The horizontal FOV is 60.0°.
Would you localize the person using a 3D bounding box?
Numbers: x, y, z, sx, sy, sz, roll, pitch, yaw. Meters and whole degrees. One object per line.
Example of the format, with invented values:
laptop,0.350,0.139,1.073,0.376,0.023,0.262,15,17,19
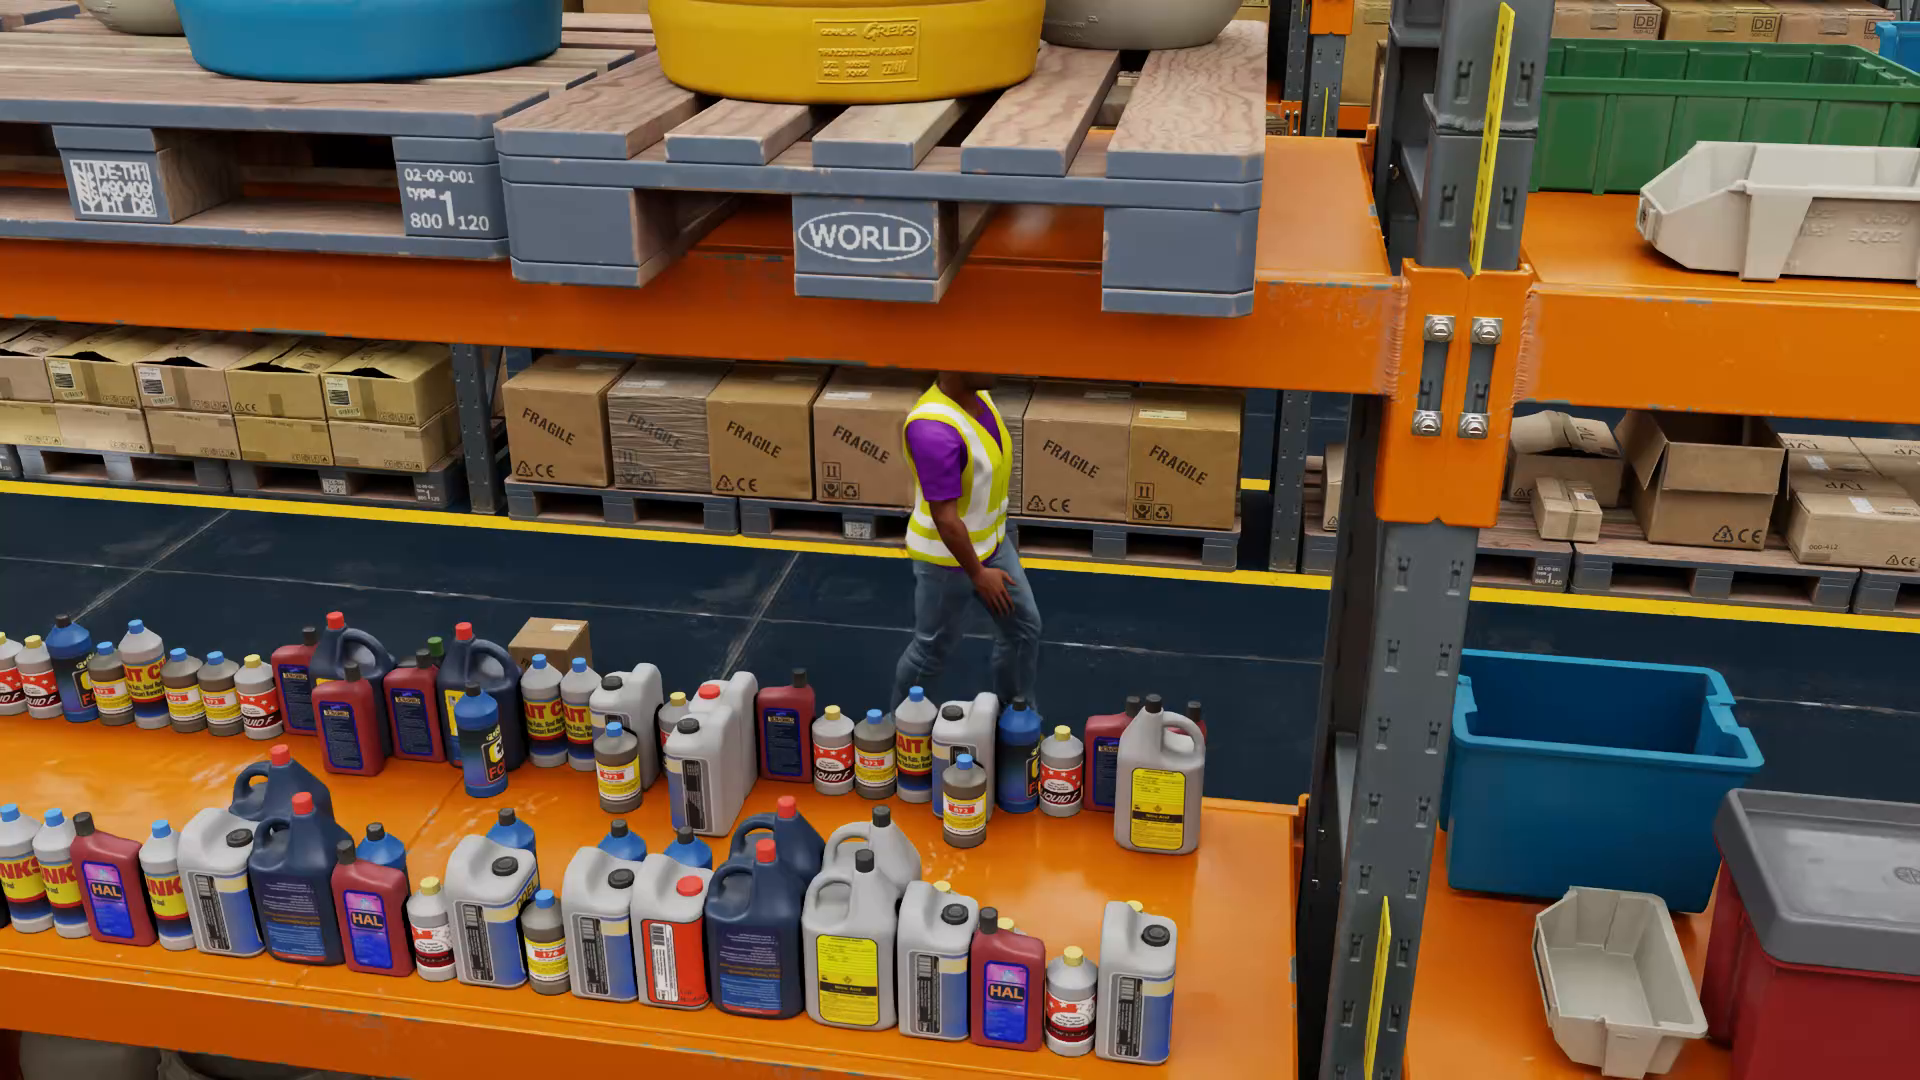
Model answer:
person,0.040,0.077,5.980,0.692,1.779,0.583,9,26,19
